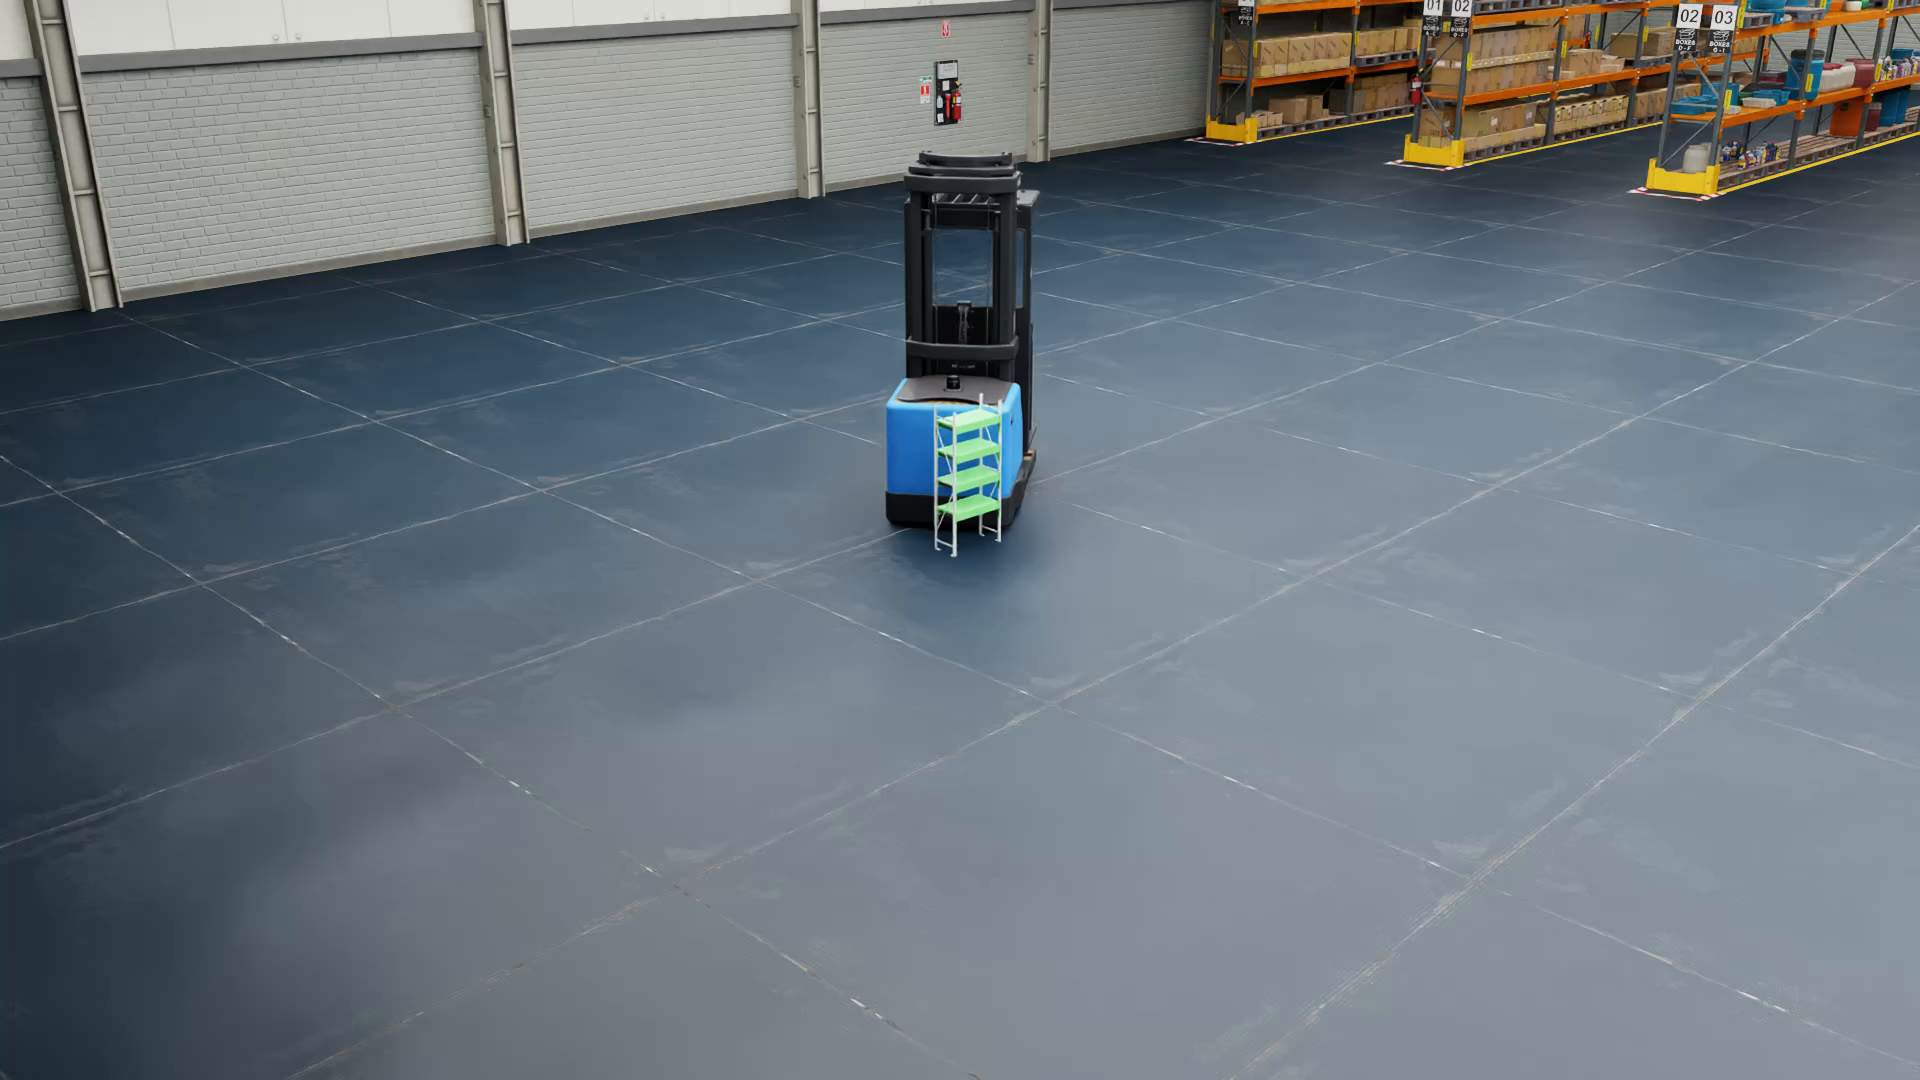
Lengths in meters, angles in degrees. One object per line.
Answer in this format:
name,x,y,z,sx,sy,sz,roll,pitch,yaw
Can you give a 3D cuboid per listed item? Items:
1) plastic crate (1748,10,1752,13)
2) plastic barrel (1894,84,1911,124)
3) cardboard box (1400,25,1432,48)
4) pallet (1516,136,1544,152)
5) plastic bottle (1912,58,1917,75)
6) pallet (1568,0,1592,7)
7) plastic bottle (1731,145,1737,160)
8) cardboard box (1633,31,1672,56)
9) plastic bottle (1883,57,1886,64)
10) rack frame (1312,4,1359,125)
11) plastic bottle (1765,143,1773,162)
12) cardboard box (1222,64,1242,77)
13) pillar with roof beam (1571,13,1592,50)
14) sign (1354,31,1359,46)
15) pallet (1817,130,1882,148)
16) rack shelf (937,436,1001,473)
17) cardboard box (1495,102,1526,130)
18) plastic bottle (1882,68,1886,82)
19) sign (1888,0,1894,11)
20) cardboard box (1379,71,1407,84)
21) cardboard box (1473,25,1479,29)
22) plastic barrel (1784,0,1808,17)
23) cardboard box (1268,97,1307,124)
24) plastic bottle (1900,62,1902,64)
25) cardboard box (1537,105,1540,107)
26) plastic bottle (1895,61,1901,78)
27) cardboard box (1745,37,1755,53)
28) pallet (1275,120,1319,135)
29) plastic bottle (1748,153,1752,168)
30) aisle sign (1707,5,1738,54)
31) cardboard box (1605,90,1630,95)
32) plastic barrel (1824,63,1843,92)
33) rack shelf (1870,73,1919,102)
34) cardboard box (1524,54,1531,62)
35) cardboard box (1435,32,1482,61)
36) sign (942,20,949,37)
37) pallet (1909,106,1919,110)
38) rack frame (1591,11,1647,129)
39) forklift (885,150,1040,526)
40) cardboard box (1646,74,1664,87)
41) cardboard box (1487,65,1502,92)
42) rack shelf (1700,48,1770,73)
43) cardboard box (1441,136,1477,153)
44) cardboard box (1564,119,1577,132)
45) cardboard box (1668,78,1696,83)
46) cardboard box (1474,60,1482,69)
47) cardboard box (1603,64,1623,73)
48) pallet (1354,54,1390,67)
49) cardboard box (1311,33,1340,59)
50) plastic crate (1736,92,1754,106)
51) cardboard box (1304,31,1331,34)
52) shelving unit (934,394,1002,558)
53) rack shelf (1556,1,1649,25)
plastic crate,14.471,-9.669,30.665,0.336,0.188,0.450,19,28,41
plastic barrel,20.956,-9.843,37.342,0.600,0.901,0.708,19,28,41
cardboard box,11.138,-12.342,40.751,0.700,0.500,0.500,15,26,35
pallet,11.635,-8.451,35.267,1.003,0.211,1.213,19,28,41
plastic bottle,20.941,-10.421,36.574,0.144,0.351,0.185,19,28,41
pallet,12.826,-11.487,35.365,0.805,0.209,1.217,18,27,39
plastic bottle,14.892,-7.466,32.008,0.097,0.271,0.097,0,21,0
cardboard box,16.144,-11.594,38.835,0.500,0.500,0.700,-14,25,-32
plastic bottle,20.786,-10.720,37.447,0.061,0.283,0.133,19,28,41
rack frame,8.668,-11.185,38.494,1.000,3.000,0.127,19,28,41
plastic bottle,15.390,-7.387,31.693,0.144,0.351,0.185,18,27,38
cardboard box,6.065,-10.265,36.281,0.500,0.250,0.500,-20,28,-41
pillar with roof beam,21.388,-16.903,45.009,9.100,9.000,0.400,19,28,41
sign,9.063,-11.455,37.991,0.100,0.325,0.005,19,28,41
pallet,19.077,-8.645,35.773,1.003,0.211,1.213,19,28,41
rack shelf,0.063,-0.677,13.174,0.480,0.148,0.258,-18,27,-39
cardboard box,11.350,-8.780,34.438,0.500,0.500,0.500,19,28,41
plastic bottle,19.539,-9.852,35.187,0.061,0.283,0.133,19,28,41
sign,18.956,-10.949,33.845,0.100,0.325,0.005,19,28,41
cardboard box,10.551,-11.273,40.548,0.500,0.250,0.500,-20,28,-41
cardboard box,12.700,-12.729,41.928,0.500,0.500,0.500,19,28,40
plastic barrel,15.966,-10.525,31.896,0.600,0.901,0.708,19,28,41
cardboard box,7.370,-9.673,37.432,0.700,0.500,0.500,17,27,37
plastic bottle,20.595,-10.323,36.429,0.097,0.271,0.097,0,21,0
cardboard box,12.297,-9.296,36.046,0.500,0.311,0.500,19,28,41
plastic bottle,20.172,-10.138,35.838,0.144,0.351,0.185,19,28,41
cardboard box,19.763,-12.633,42.122,0.500,0.500,0.500,20,28,41
pallet,7.374,-9.387,37.702,1.003,0.211,1.213,19,28,41
plastic bottle,14.703,-7.085,31.017,0.097,0.271,0.097,0,21,0
aisle sign,13.136,-8.799,28.663,0.394,0.787,0.004,19,28,41
cardboard box,15.495,-10.312,39.094,0.500,0.500,0.500,-19,28,-40
plastic barrel,17.405,-9.260,33.296,0.433,0.535,0.433,0,21,0
rack shelf,19.952,-9.912,36.185,1.077,0.370,4.000,19,28,41
cardboard box,11.473,-9.911,34.136,0.380,0.149,0.250,19,28,40
cardboard box,9.802,-9.701,32.684,0.700,0.500,0.500,19,28,41
sign,-0.267,-9.490,30.853,0.001,0.298,0.199,19,28,41
pallet,23.535,-10.286,40.042,1.003,0.211,1.213,19,28,41
rack frame,15.011,-10.974,37.946,1.000,3.000,0.127,19,28,41
forklift,0.106,-1.974,14.624,1.130,2.935,3.031,3,21,8
cardboard box,16.591,-11.071,40.023,0.500,0.250,0.500,19,28,41
cardboard box,10.478,-9.344,33.564,0.700,0.500,0.500,19,28,41
rack shelf,19.196,-12.181,42.088,1.077,0.370,4.000,19,28,41
cardboard box,9.963,-7.913,33.228,0.500,0.250,0.500,19,28,41
cardboard box,13.037,-9.031,36.138,0.500,0.250,0.500,-19,28,-41
cardboard box,17.995,-11.259,41.556,0.500,0.500,0.500,19,28,41
cardboard box,10.040,-9.383,32.762,0.380,0.149,0.250,18,28,39
cardboard box,14.581,-10.557,37.210,0.380,0.149,0.250,19,28,41
pallet,9.306,-11.256,38.945,1.003,0.211,1.213,19,28,41
cardboard box,8.216,-11.146,37.528,0.500,0.500,0.500,19,28,40
plastic crate,14.617,-8.328,31.357,0.450,0.188,0.662,19,28,41
cardboard box,8.191,-11.406,38.204,0.500,0.500,0.500,18,28,39
shelving unit,0.063,-0.513,13.237,0.503,1.200,0.258,-18,27,-39
rack shelf,13.615,-11.525,36.199,1.077,0.370,4.000,19,28,41
